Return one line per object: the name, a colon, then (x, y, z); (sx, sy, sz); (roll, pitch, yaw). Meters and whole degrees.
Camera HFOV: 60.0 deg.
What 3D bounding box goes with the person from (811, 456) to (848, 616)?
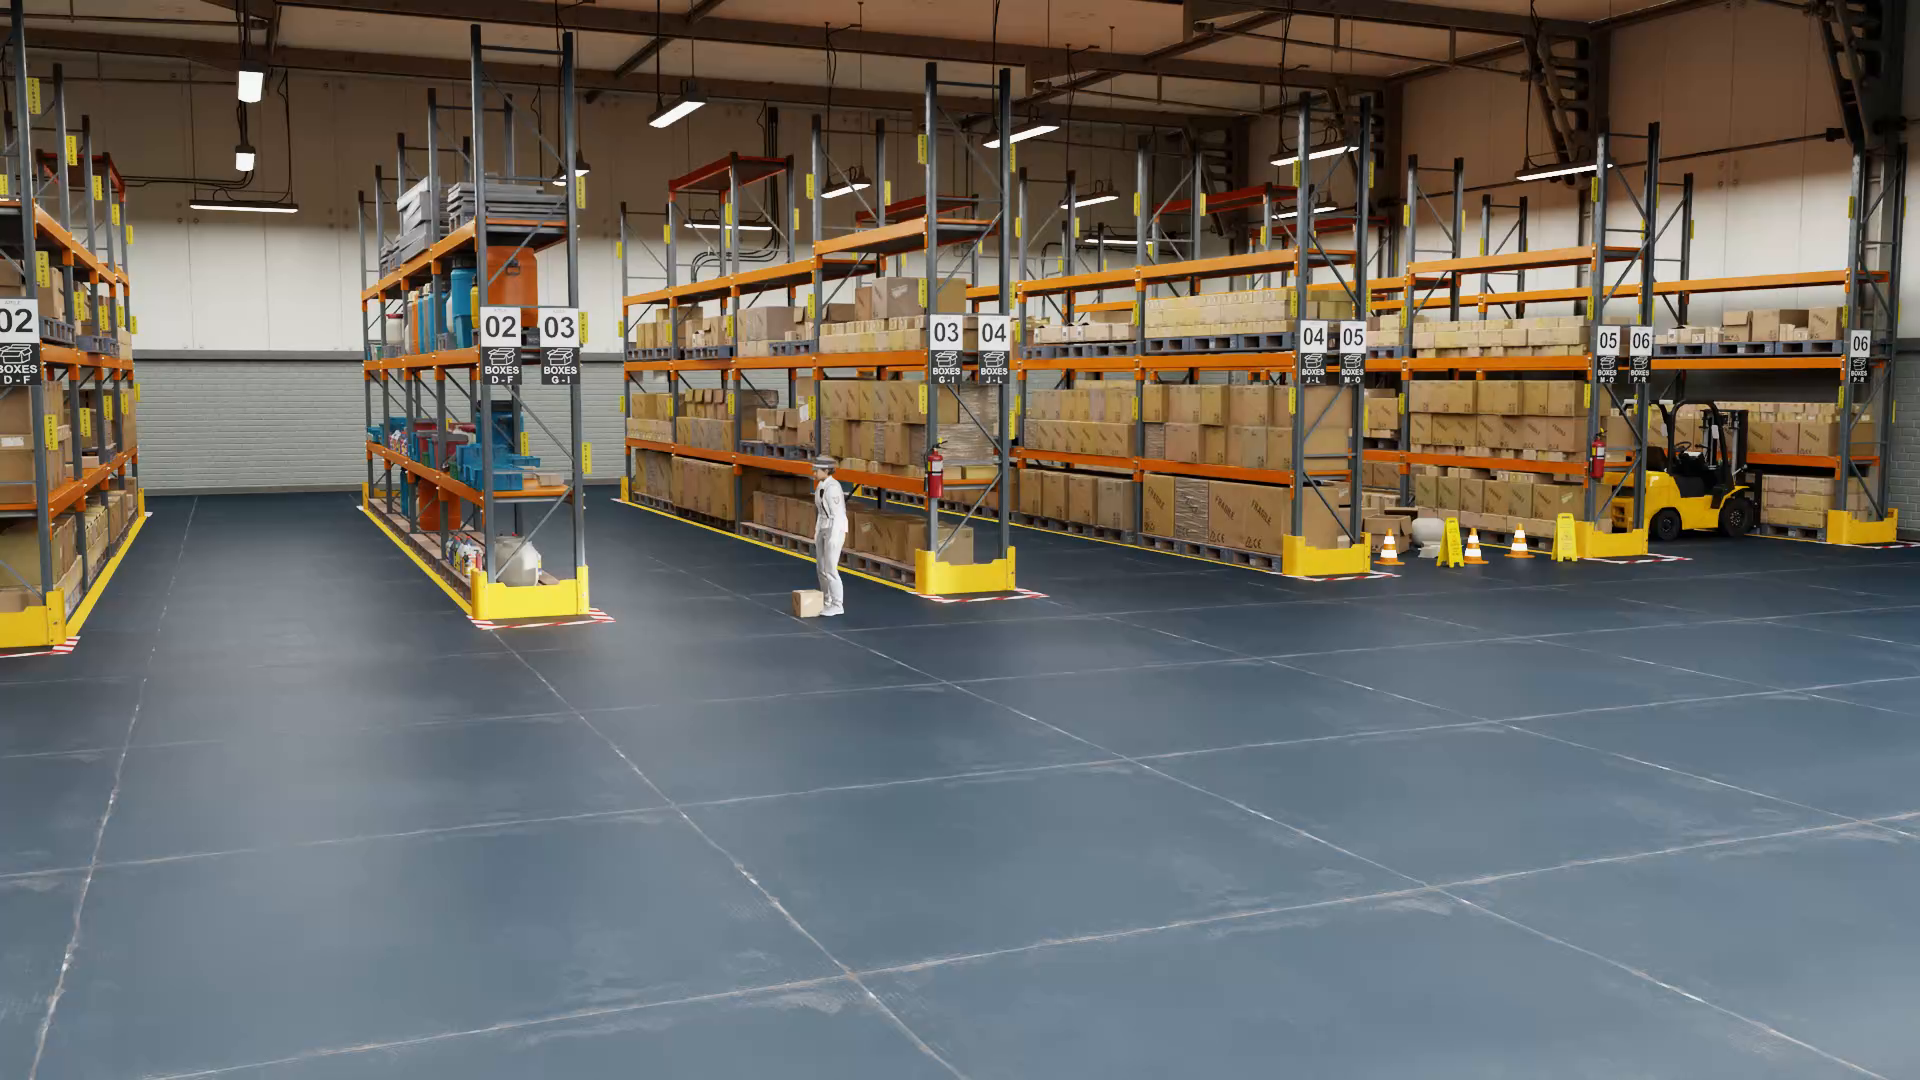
person: (-1.385, -0.049, 17.490); (0.379, 1.663, 0.535); (-3, 6, -25)
